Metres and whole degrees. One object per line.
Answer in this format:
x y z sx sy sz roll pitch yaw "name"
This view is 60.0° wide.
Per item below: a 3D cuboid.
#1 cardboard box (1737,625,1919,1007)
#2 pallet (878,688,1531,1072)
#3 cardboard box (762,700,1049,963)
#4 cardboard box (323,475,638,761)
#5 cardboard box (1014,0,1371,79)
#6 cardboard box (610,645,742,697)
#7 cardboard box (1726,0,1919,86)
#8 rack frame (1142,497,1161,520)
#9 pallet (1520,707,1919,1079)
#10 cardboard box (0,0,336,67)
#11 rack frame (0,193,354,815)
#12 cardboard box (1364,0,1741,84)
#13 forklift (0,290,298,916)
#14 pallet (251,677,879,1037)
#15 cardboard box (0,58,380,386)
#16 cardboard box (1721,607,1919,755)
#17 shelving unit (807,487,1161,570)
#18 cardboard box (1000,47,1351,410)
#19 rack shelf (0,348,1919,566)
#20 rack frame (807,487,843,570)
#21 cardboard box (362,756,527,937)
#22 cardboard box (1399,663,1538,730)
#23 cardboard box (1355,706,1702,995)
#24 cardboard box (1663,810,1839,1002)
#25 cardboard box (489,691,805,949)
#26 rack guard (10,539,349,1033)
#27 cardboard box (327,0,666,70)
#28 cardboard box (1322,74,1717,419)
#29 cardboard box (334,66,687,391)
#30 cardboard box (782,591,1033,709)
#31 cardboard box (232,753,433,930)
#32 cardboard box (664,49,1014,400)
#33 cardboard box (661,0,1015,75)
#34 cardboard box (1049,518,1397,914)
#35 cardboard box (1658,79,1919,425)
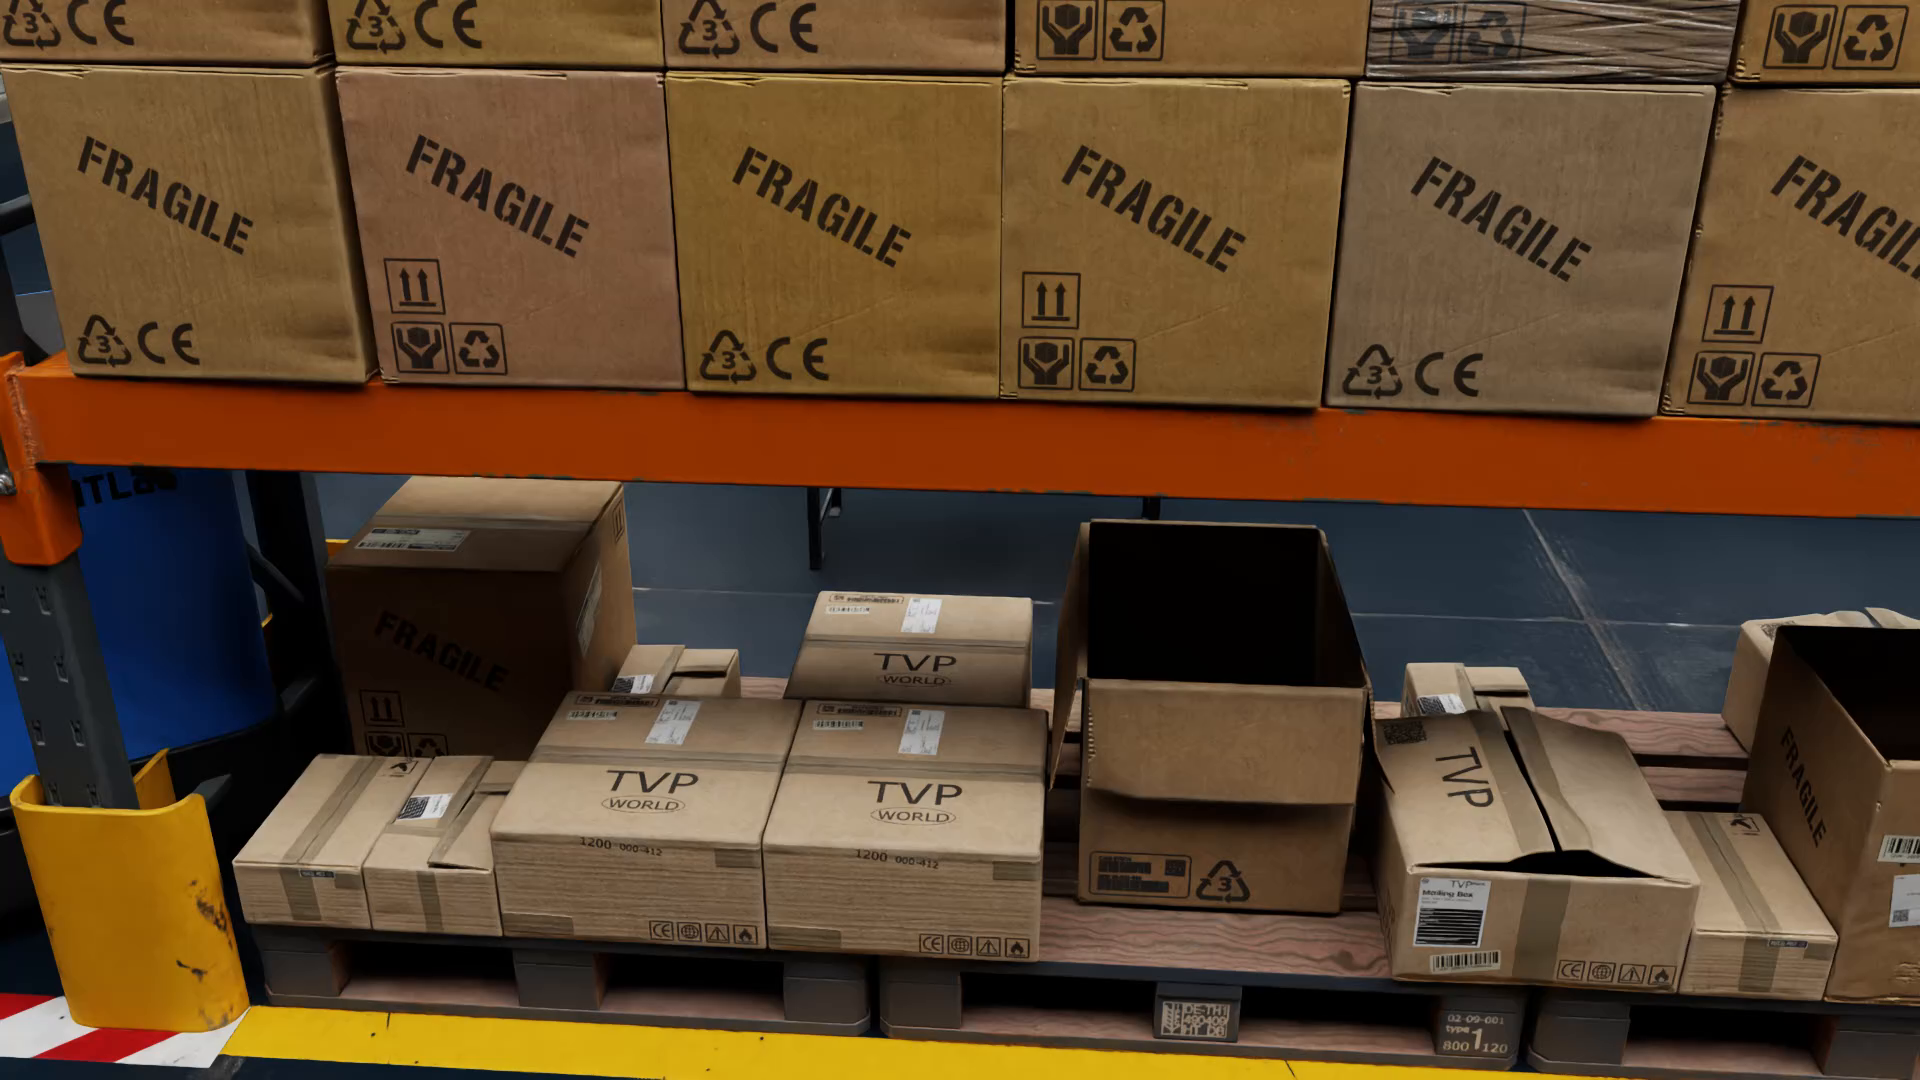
1.794 0.498 3.044 0.500 0.500 0.500 2 25 4 "cardboard box"
0.479 0.669 3.545 1.213 0.211 1.003 2 25 4 "pallet"
-0.087 0.551 3.227 0.500 0.250 0.500 2 25 4 "cardboard box"
-1.044 0.185 3.725 0.500 0.500 0.500 2 25 4 "cardboard box"
0.344 -0.994 2.506 0.500 0.500 0.500 2 25 4 "cardboard box"
-0.647 0.387 3.685 0.250 0.166 0.380 2 25 4 "cardboard box"
1.349 -0.961 2.435 0.500 0.500 0.500 1 25 3 "cardboard box"
0.592 -0.662 4.895 0.032 1.500 0.500 2 25 4 "rack frame"
1.699 0.707 3.462 1.213 0.211 1.003 2 25 4 "pallet"
-1.182 -1.041 2.609 0.500 0.500 0.500 3 25 6 "cardboard box"
-1.605 -0.666 3.109 0.127 3.000 1.000 2 25 4 "rack frame"
0.846 -0.977 2.470 0.500 0.500 0.500 2 25 4 "cardboard box"
-3.012 -0.484 2.796 3.031 2.935 1.130 -16 29 -30 "forklift"
-0.734 0.629 3.632 1.213 0.211 1.003 2 25 4 "pallet"
-1.182 -0.587 2.818 0.500 0.500 0.500 2 25 5 "cardboard box"
1.982 0.380 3.526 0.500 0.311 0.500 2 25 4 "cardboard box"
0.085 -0.679 4.931 1.048 1.500 0.538 2 25 4 "shelving unit"
0.331 -0.539 2.713 0.500 0.500 0.500 2 25 5 "cardboard box"
0.389 -0.275 3.120 4.000 0.370 1.077 2 25 4 "rack shelf"
-0.422 -0.695 4.966 0.032 1.500 0.500 2 25 4 "rack frame"
-0.964 0.586 3.251 0.250 0.166 0.380 2 25 4 "cardboard box"
1.118 0.422 3.607 0.250 0.166 0.380 2 25 4 "cardboard box"
1.046 0.560 3.136 0.500 0.311 0.500 2 25 4 "cardboard box"
1.415 0.670 3.089 0.250 0.149 0.380 2 25 4 "cardboard box"
-0.586 0.535 3.262 0.500 0.250 0.500 2 25 4 "cardboard box"
-1.529 0.472 3.626 0.348 0.500 1.175 2 25 4 "rack guard"
-0.661 -1.028 2.580 0.500 0.500 0.500 2 25 5 "cardboard box"
0.839 -0.524 2.680 0.500 0.500 0.500 2 25 5 "cardboard box"
-0.668 -0.573 2.787 0.500 0.500 0.500 2 25 3 "cardboard box"
-0.099 0.341 3.684 0.500 0.250 0.500 2 25 4 "cardboard box"
-1.214 0.586 3.272 0.250 0.149 0.380 2 25 4 "cardboard box"
-0.167 -0.556 2.750 0.500 0.500 0.500 2 25 4 "cardboard box"
-0.162 -1.010 2.540 0.500 0.500 0.500 2 25 5 "cardboard box"
0.510 0.338 3.386 0.637 0.503 0.797 2 25 4 "cardboard box"
1.351 -0.508 2.647 0.500 0.500 0.500 3 25 5 "cardboard box"
